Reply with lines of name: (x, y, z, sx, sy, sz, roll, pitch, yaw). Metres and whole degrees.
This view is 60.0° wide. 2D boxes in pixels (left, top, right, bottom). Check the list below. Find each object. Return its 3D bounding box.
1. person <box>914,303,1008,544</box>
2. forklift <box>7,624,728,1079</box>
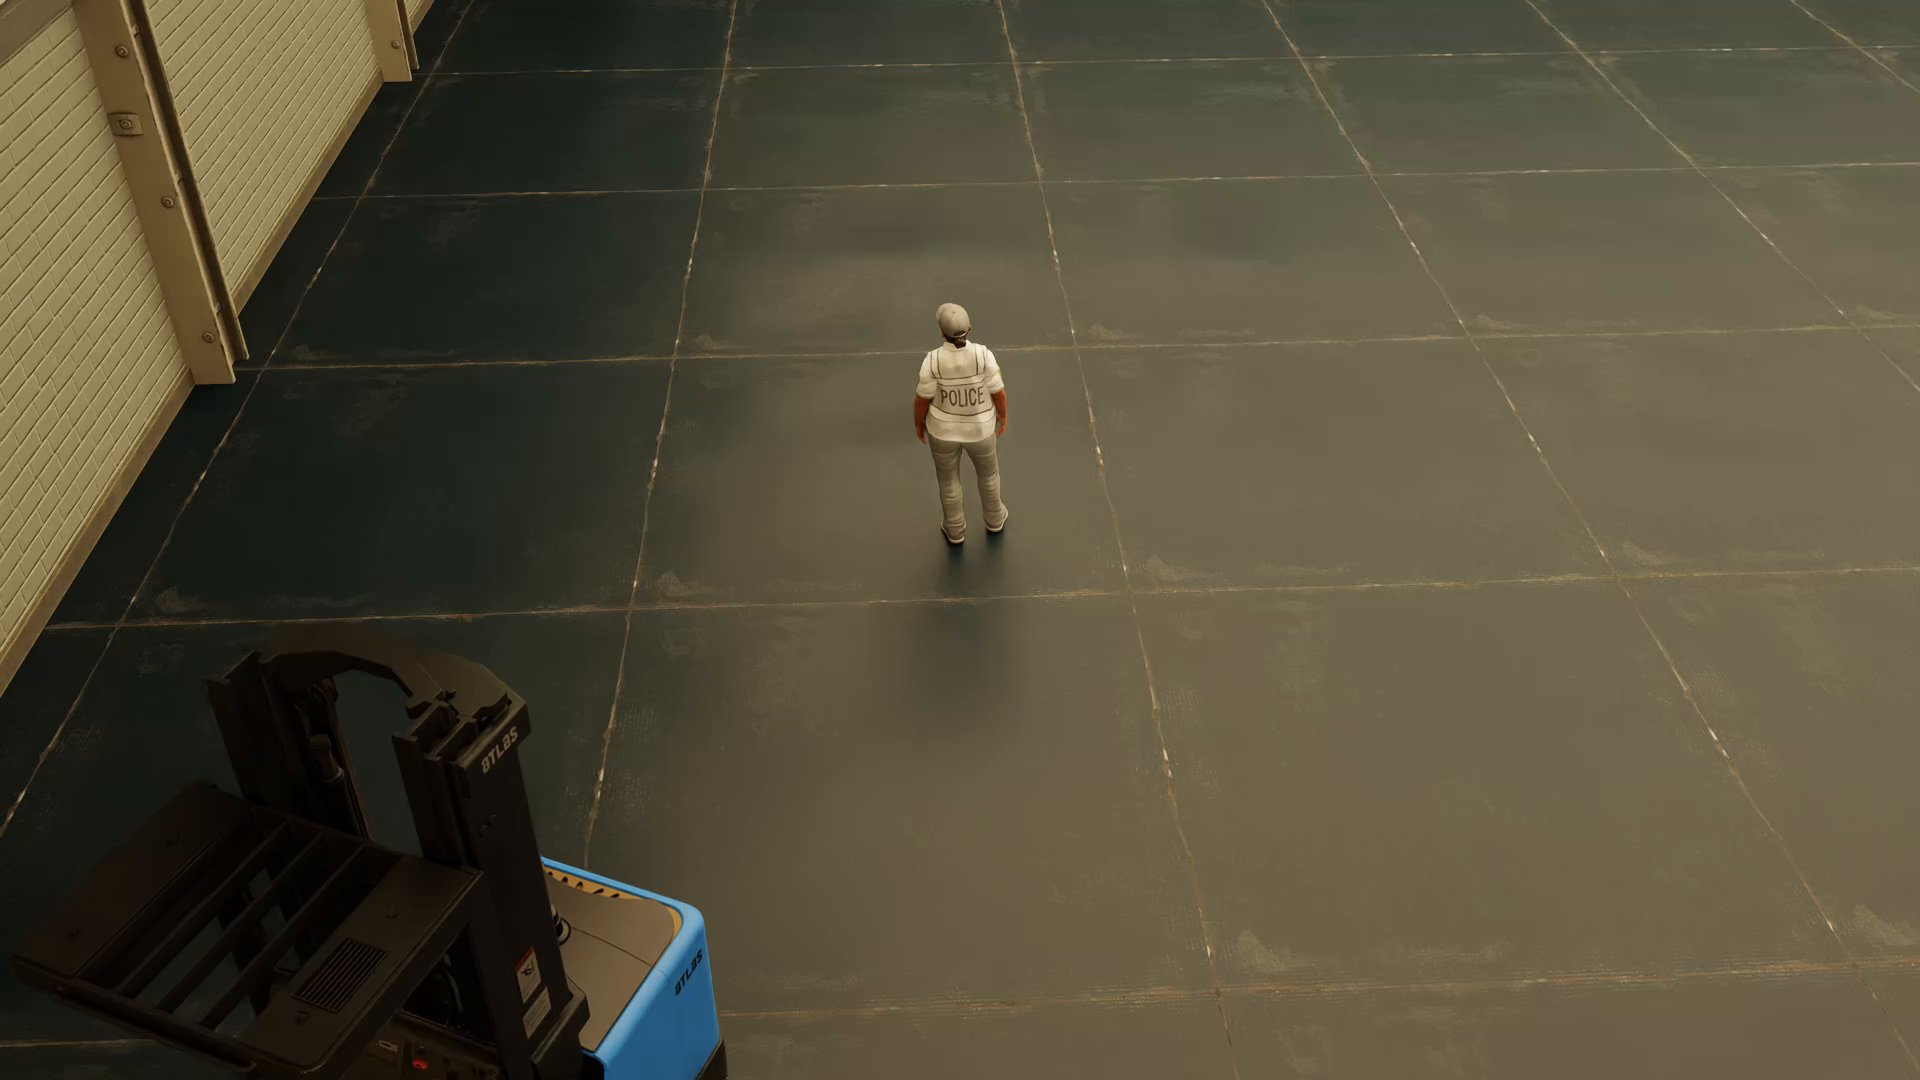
person: (0.019, -0.725, 10.068, 0.598, 1.670, 0.529, -2, 36, -2)
forklift: (-2.026, 1.860, 5.457, 1.130, 2.935, 3.031, 13, 38, 17)
